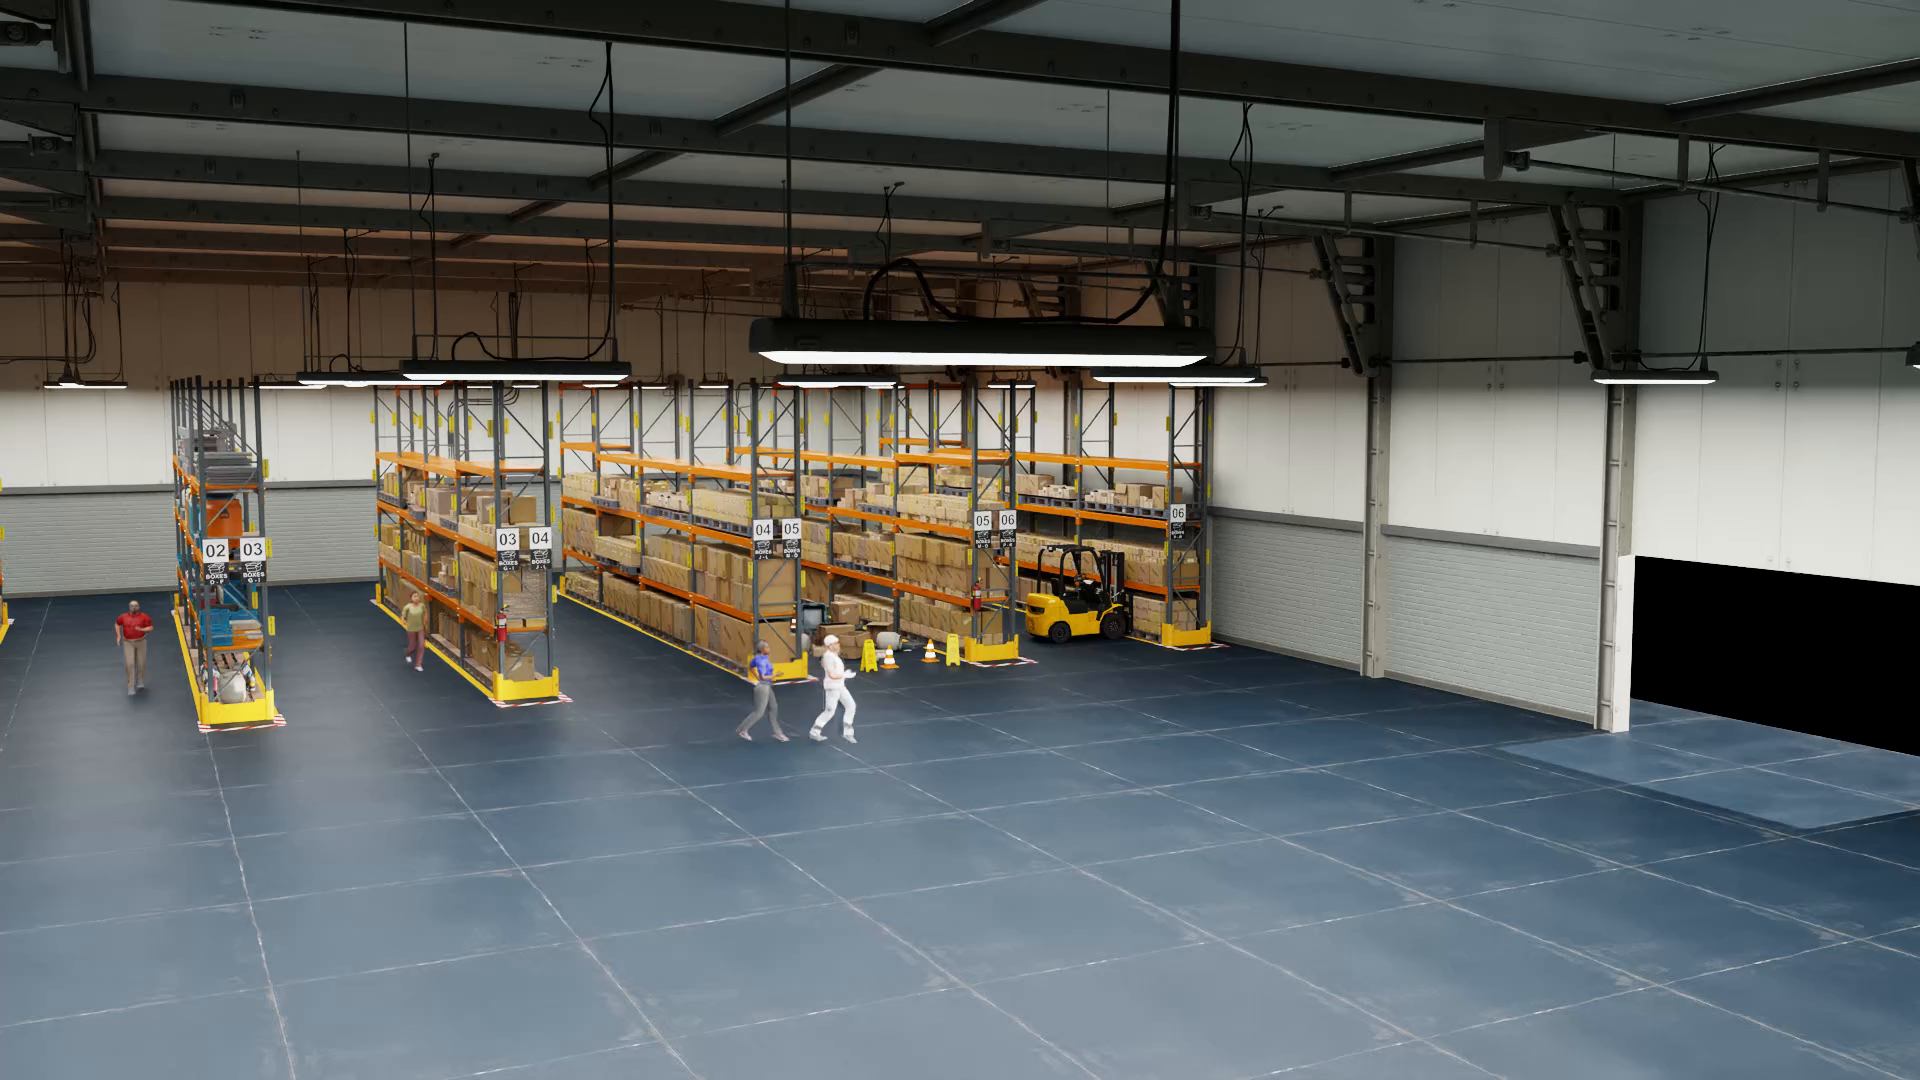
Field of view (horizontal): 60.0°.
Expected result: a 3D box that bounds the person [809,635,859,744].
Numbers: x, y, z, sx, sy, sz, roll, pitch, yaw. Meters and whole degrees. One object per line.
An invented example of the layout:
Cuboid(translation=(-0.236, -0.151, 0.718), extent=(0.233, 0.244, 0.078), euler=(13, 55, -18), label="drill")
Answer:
Cuboid(translation=(-2.057, 2.443, 27.073), extent=(0.792, 1.820, 0.669), euler=(1, 5, 10), label="person")

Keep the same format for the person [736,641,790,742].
Cuboid(translation=(-3.212, 2.482, 27.059), extent=(0.883, 1.667, 0.574), euler=(0, 5, -2), label="person")

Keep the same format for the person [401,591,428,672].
Cuboid(translation=(-11.252, 1.860, 34.313), extent=(0.569, 1.637, 0.801), euler=(-4, 6, -35), label="person")

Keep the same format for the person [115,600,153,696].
Cuboid(translation=(-15.746, 2.036, 31.749), extent=(0.642, 1.783, 0.836), euler=(-3, 6, -29), label="person")

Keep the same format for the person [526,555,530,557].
Cuboid(translation=(-12.273, 0.658, 47.814), extent=(0.694, 1.654, 0.518), euler=(4, 7, 40), label="person")
